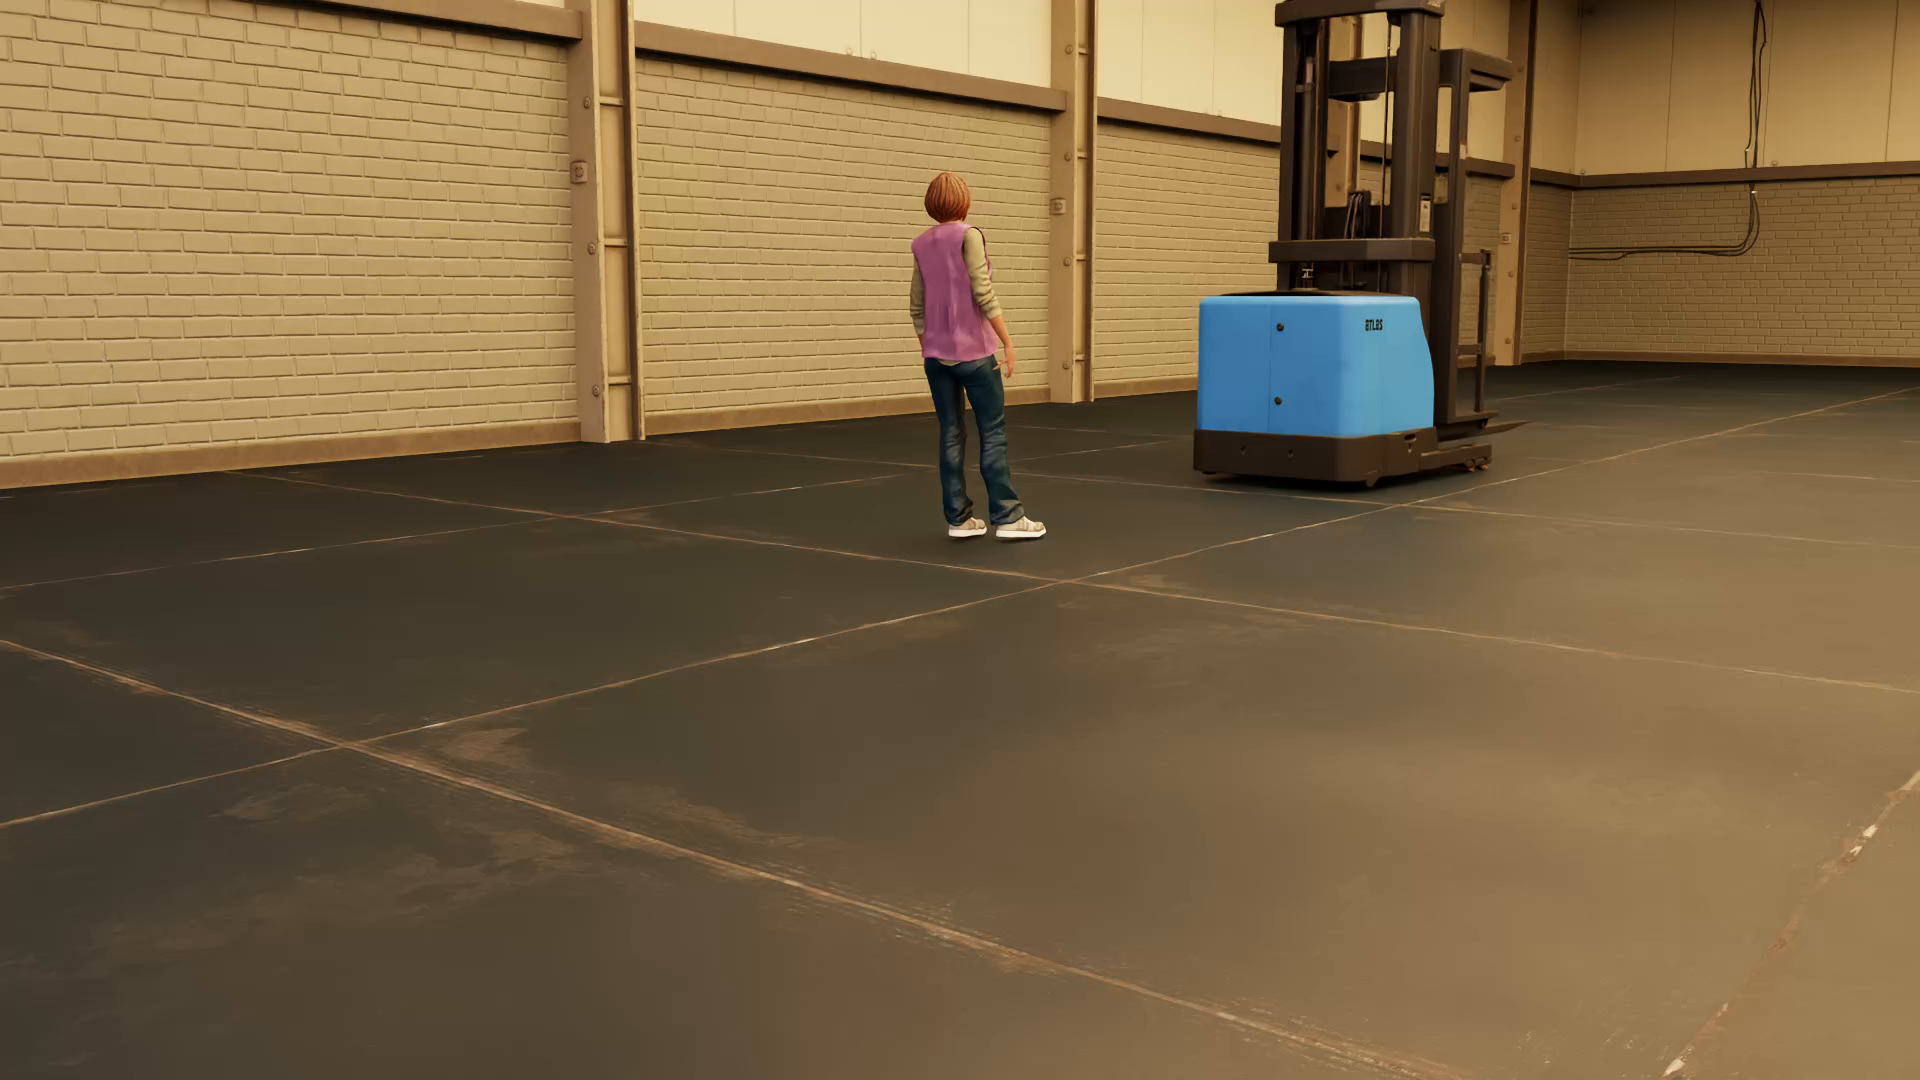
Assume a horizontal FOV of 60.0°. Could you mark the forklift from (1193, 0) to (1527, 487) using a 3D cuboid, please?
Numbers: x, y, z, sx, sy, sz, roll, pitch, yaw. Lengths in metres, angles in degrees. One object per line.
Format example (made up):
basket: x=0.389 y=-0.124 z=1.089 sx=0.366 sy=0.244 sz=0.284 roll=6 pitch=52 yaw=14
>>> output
forklift: x=2.685 y=-1.907 z=10.315 sx=1.130 sy=2.935 sz=3.031 roll=7 pitch=11 yaw=39

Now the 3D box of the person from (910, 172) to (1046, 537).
person: x=0.057 y=-0.805 z=7.336 sx=0.520 sy=1.597 sz=0.476 roll=7 pitch=11 yaw=38
